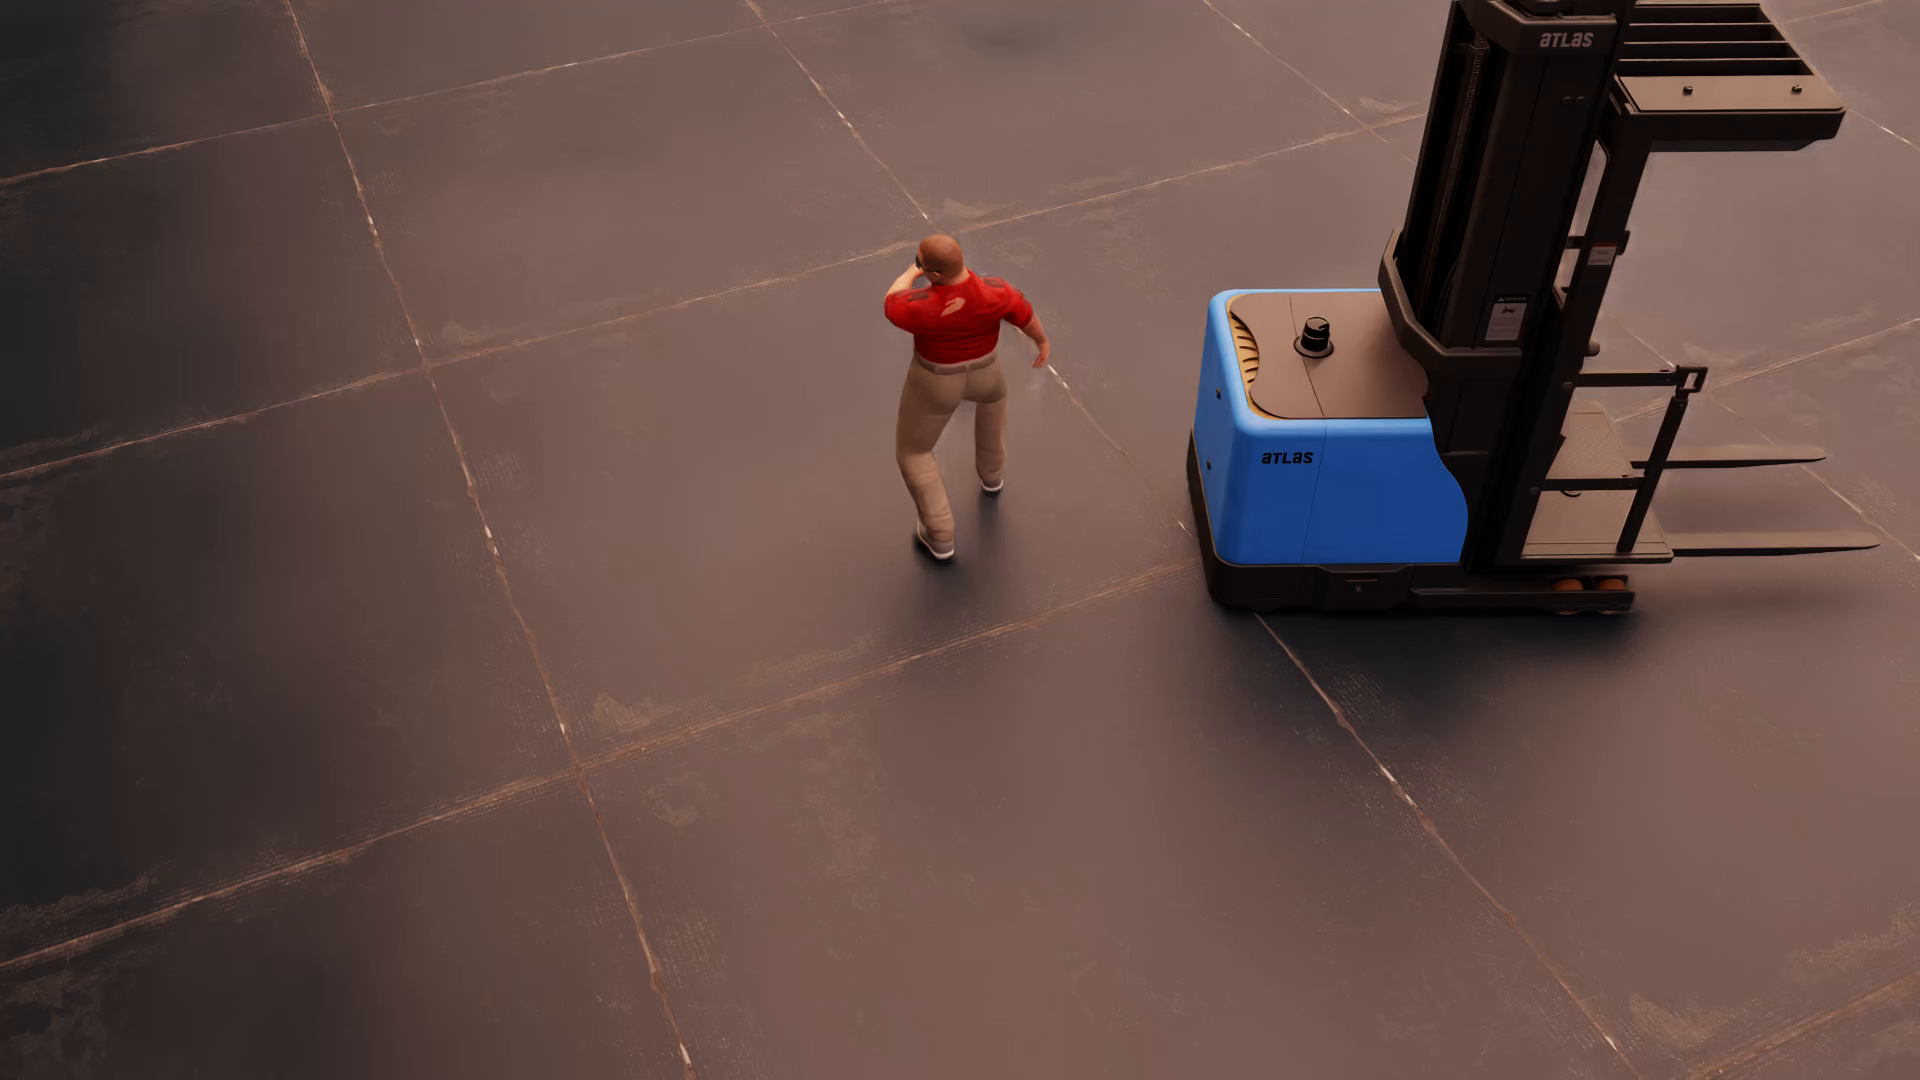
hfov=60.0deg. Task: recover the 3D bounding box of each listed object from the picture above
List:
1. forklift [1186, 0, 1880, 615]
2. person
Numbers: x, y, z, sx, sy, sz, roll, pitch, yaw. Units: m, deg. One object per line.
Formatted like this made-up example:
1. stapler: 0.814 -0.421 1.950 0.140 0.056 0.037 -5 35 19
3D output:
1. forklift: 2.624 -1.100 6.858 3.031 2.935 1.130 -1 43 -1
2. person: 0.026 -0.819 7.524 0.773 1.605 0.851 -17 46 -18
